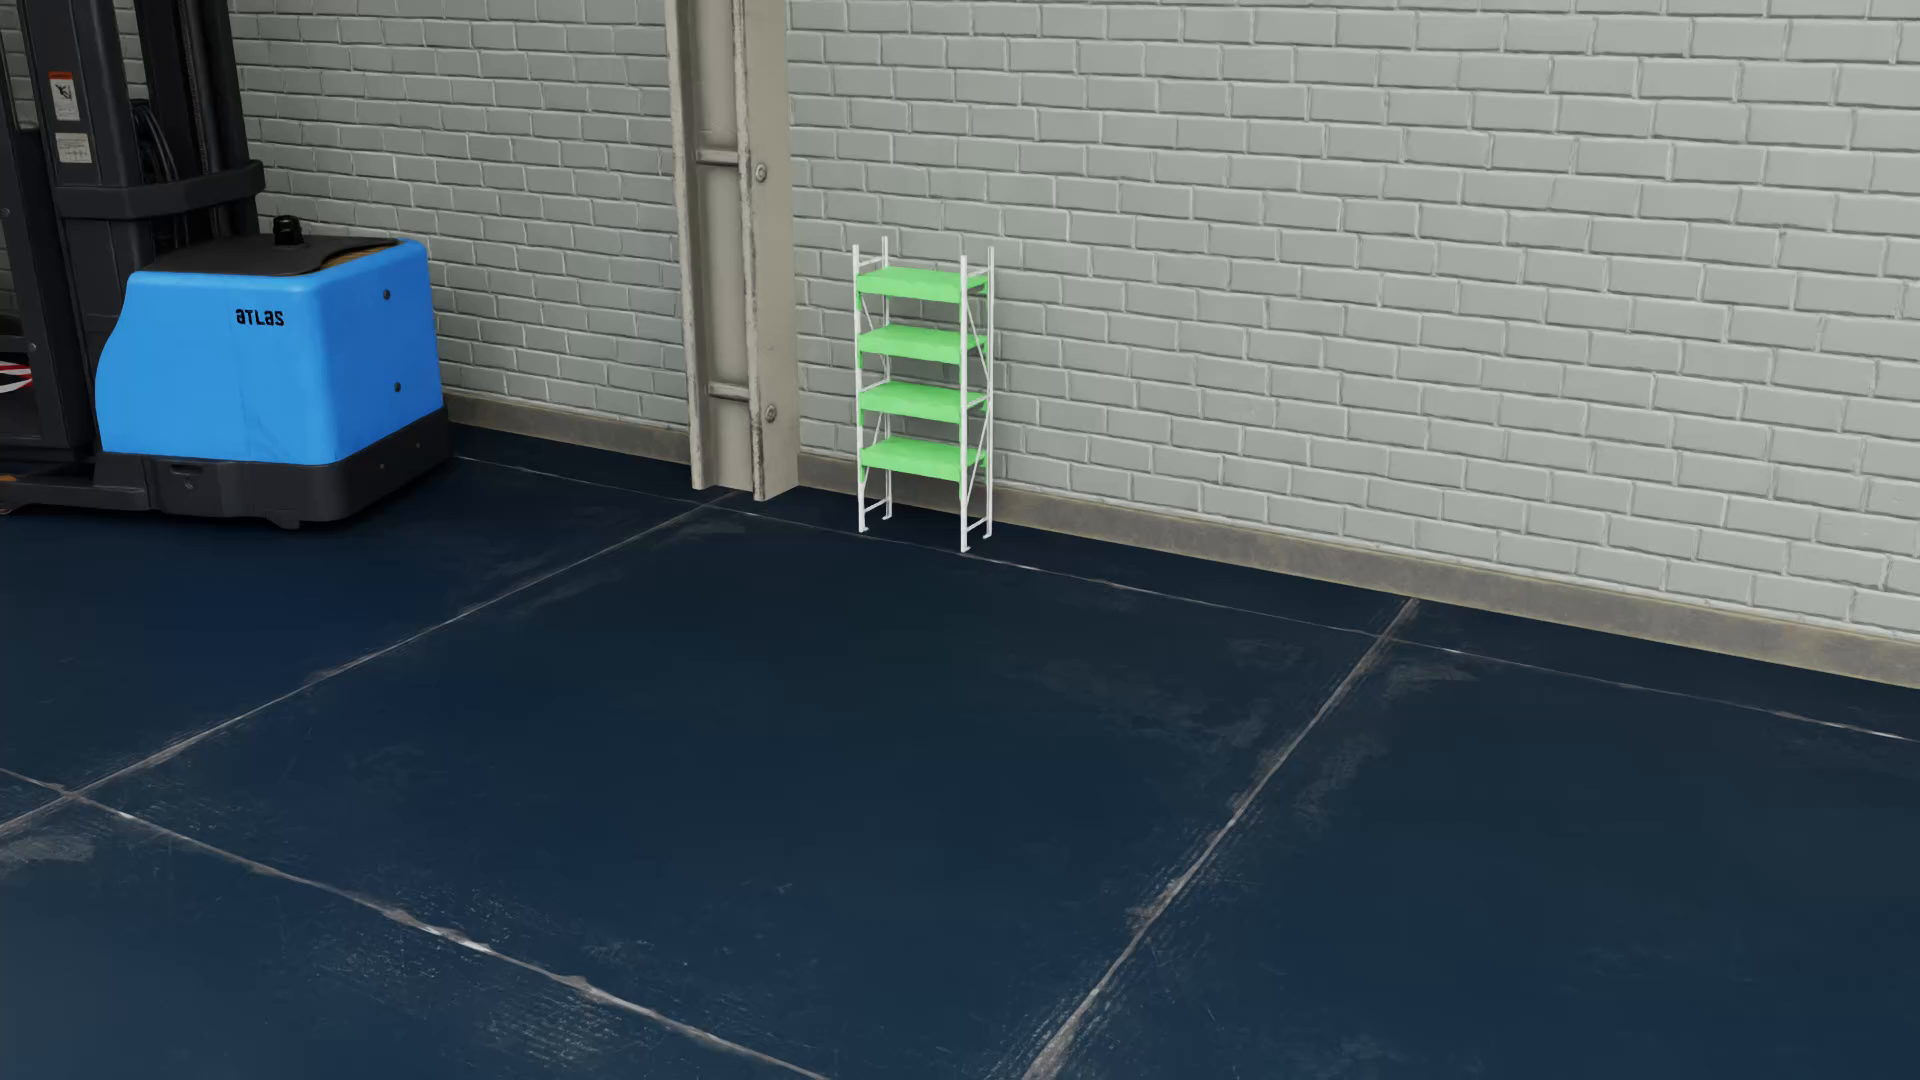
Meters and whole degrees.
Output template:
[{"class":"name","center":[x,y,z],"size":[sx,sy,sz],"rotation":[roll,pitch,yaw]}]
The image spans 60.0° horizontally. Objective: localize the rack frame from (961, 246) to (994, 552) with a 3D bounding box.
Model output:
[{"class":"rack frame","center":[0.068,-0.551,6.625],"size":[0.015,1.200,0.240],"rotation":[11,23,27]}]

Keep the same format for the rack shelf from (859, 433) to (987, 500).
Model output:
[{"class":"rack shelf","center":[-0.145,-0.306,6.840],"size":[0.480,0.148,0.258],"rotation":[11,23,27]}]

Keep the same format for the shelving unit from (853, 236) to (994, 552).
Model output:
[{"class":"shelving unit","center":[-0.145,-0.592,6.736],"size":[0.503,1.200,0.258],"rotation":[11,23,27]}]

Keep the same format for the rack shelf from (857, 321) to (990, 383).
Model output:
[{"class":"rack shelf","center":[-0.145,-0.757,6.676],"size":[0.480,0.148,0.258],"rotation":[11,23,27]}]

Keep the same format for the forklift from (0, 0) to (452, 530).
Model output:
[{"class":"forklift","center":[-3.933,-1.659,7.140],"size":[3.031,2.935,1.130],"rotation":[4,20,11]}]

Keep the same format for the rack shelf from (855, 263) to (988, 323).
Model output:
[{"class":"rack shelf","center":[-0.145,-0.983,6.594],"size":[0.480,0.148,0.258],"rotation":[11,23,27]}]

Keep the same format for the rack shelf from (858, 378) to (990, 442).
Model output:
[{"class":"rack shelf","center":[-0.145,-0.531,6.758],"size":[0.480,0.148,0.258],"rotation":[11,23,27]}]

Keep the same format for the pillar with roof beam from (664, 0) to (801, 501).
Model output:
[{"class":"pillar with roof beam","center":[-3.065,-3.196,2.480],"size":[0.400,9.000,9.100],"rotation":[11,23,27]}]

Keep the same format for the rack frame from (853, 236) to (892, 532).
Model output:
[{"class":"rack frame","center":[-0.358,-0.632,6.848],"size":[0.015,1.200,0.240],"rotation":[11,23,27]}]
